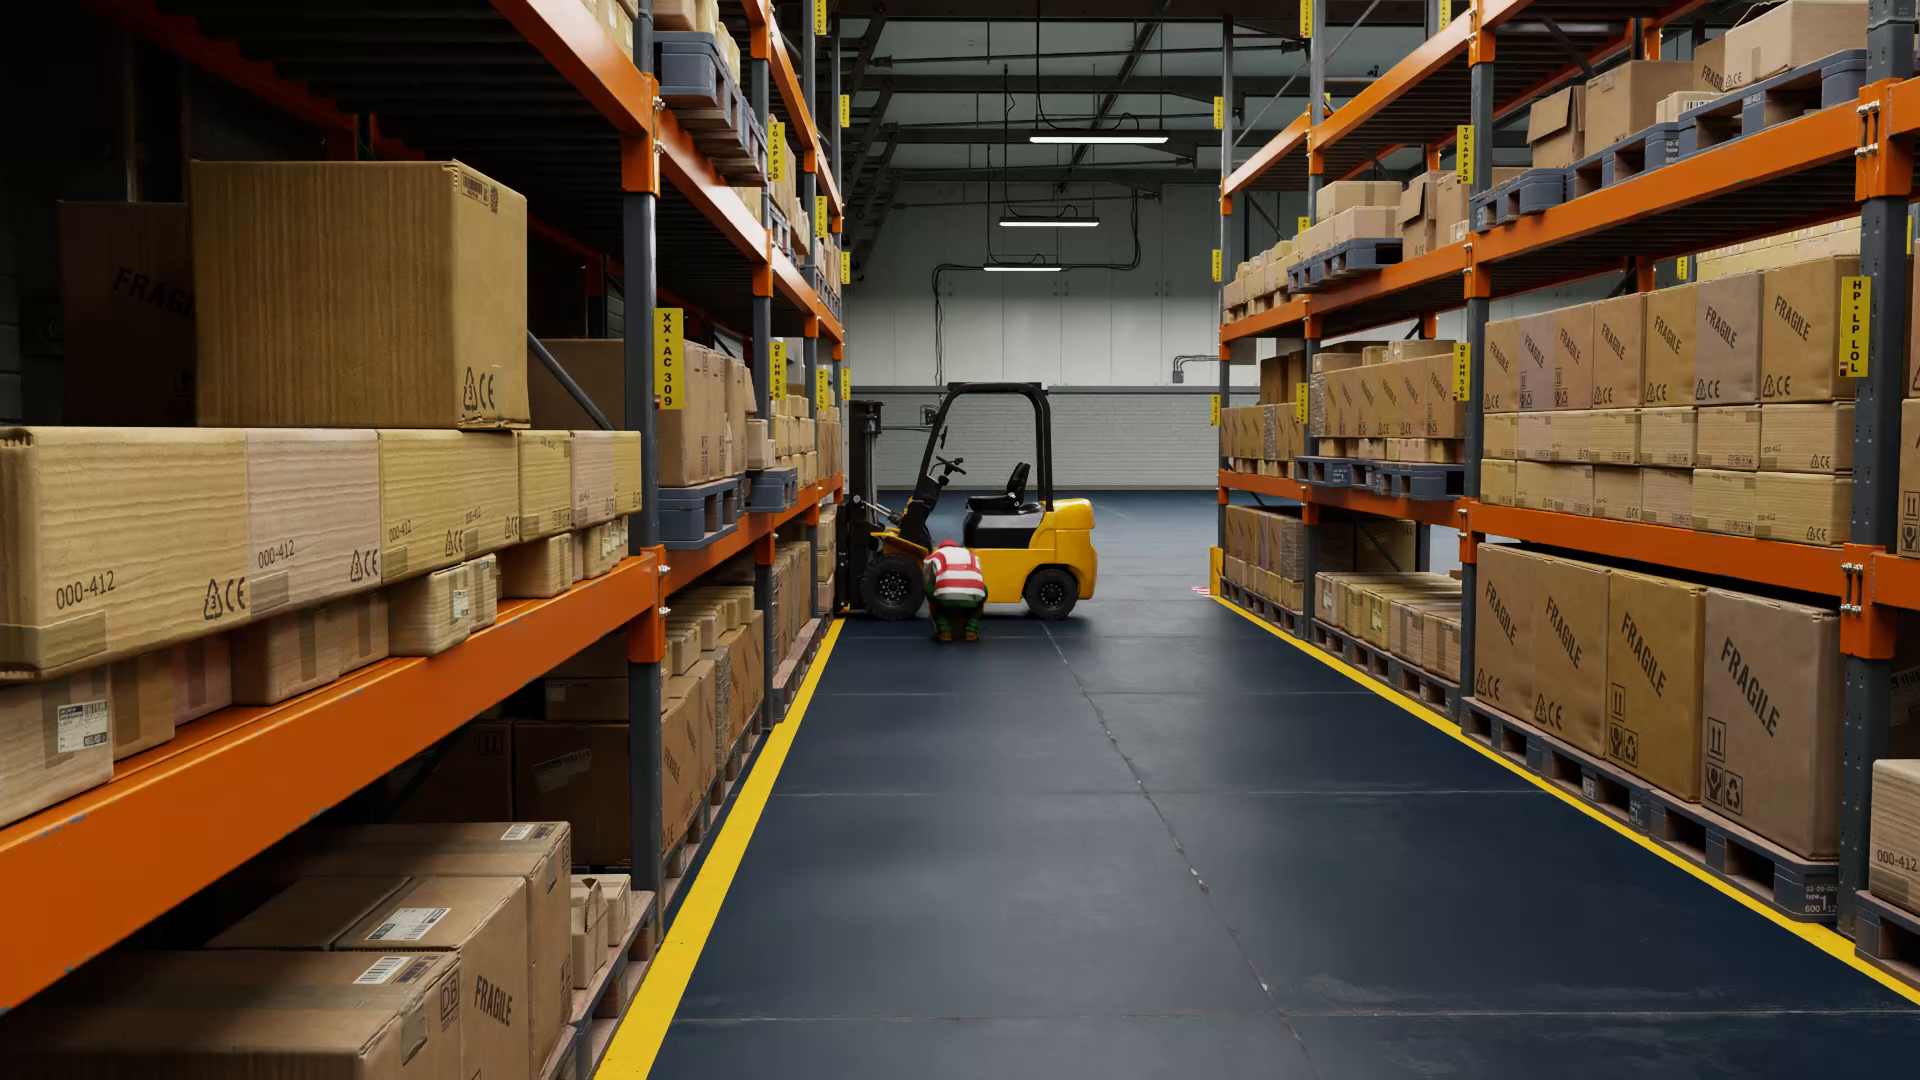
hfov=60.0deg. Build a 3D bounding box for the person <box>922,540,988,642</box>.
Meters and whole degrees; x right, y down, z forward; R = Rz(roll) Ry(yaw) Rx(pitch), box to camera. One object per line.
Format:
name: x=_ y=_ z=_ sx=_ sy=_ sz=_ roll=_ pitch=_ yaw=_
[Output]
person: x=-0.039 y=0.463 z=13.732 sx=0.540 sy=0.876 sz=0.914 roll=0 pitch=4 yaw=-2
